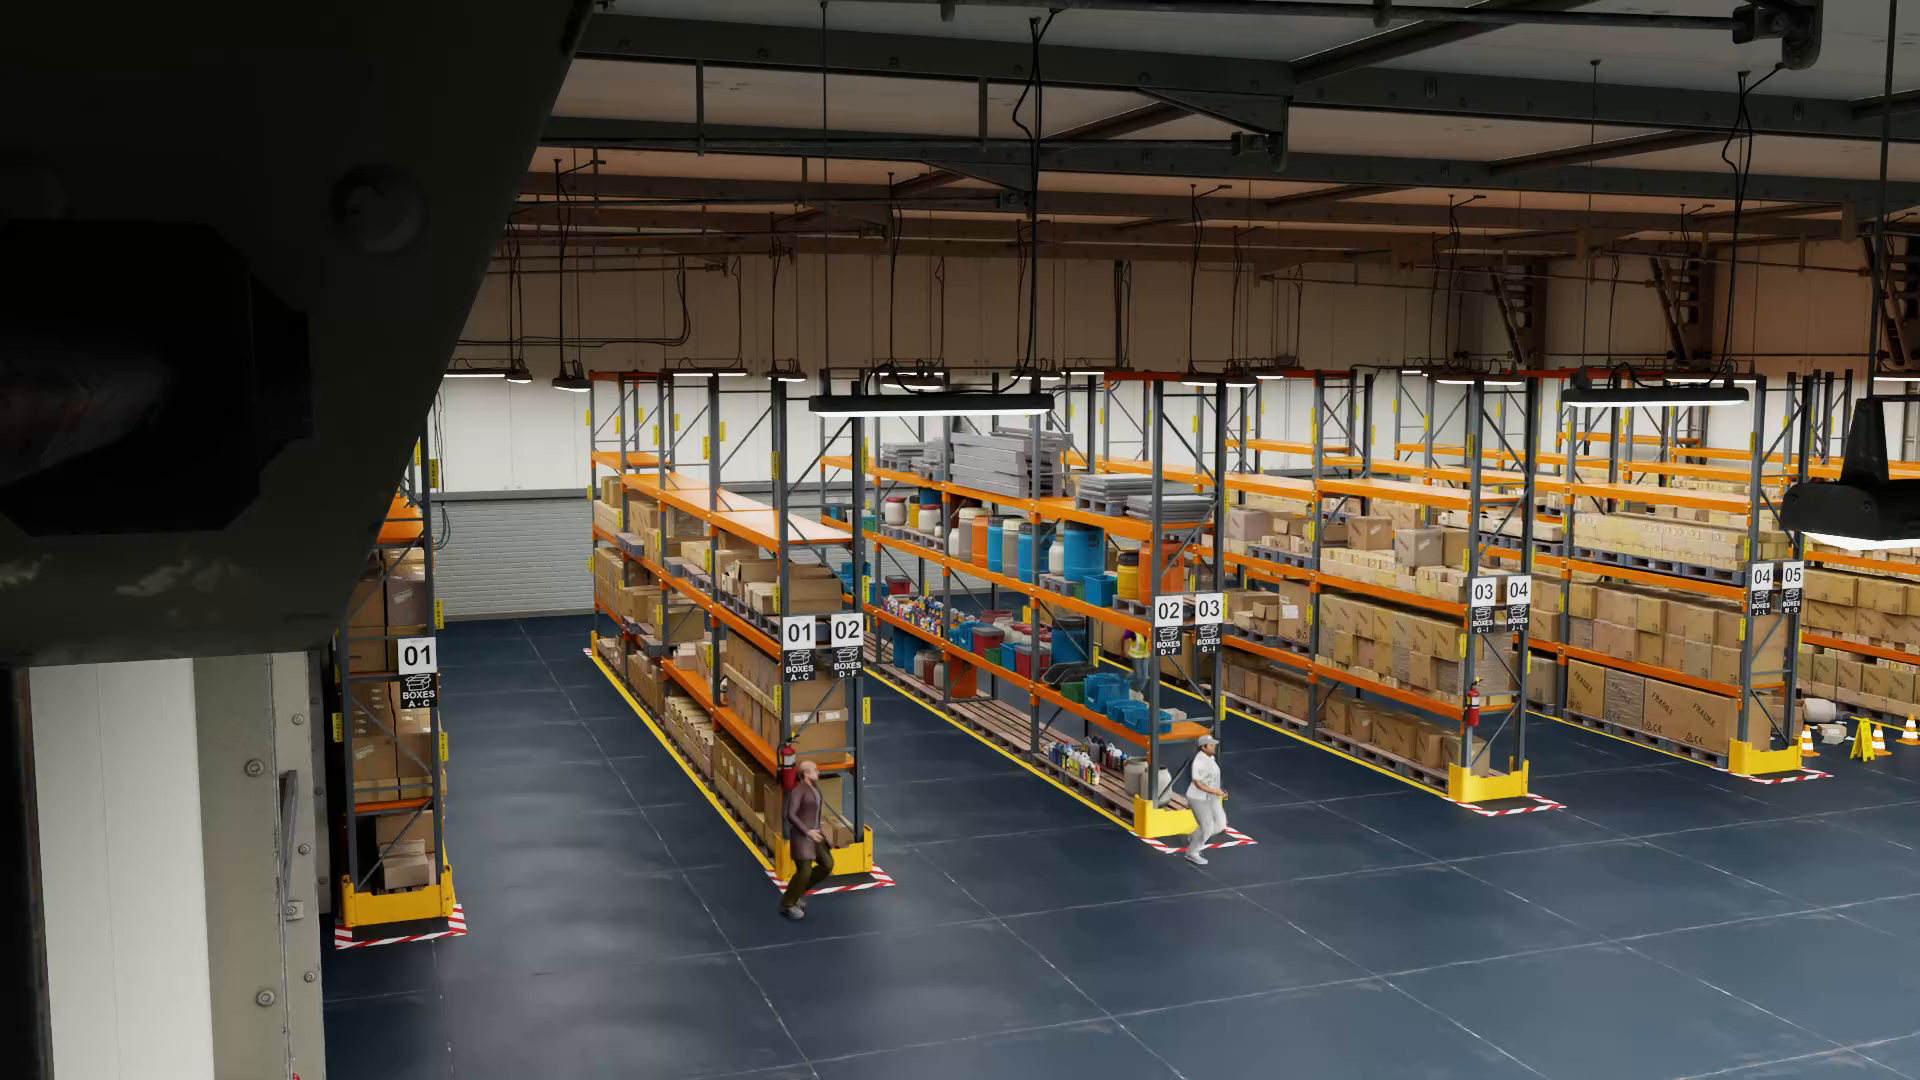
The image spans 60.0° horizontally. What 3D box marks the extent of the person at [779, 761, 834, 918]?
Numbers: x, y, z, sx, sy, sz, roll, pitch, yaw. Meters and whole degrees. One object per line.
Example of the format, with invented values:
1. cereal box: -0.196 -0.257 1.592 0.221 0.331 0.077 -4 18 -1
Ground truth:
1. person: -1.715 3.371 18.921 0.576 1.719 0.773 3 7 22

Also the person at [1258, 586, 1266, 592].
1. person: 6.142 1.741 33.991 0.563 1.609 0.588 -4 7 -29

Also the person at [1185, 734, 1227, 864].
1. person: 3.078 3.220 20.720 0.561 1.631 0.631 3 7 26

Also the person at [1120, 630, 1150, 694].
1. person: 3.276 2.137 30.263 0.693 1.689 0.776 -3 7 -24
